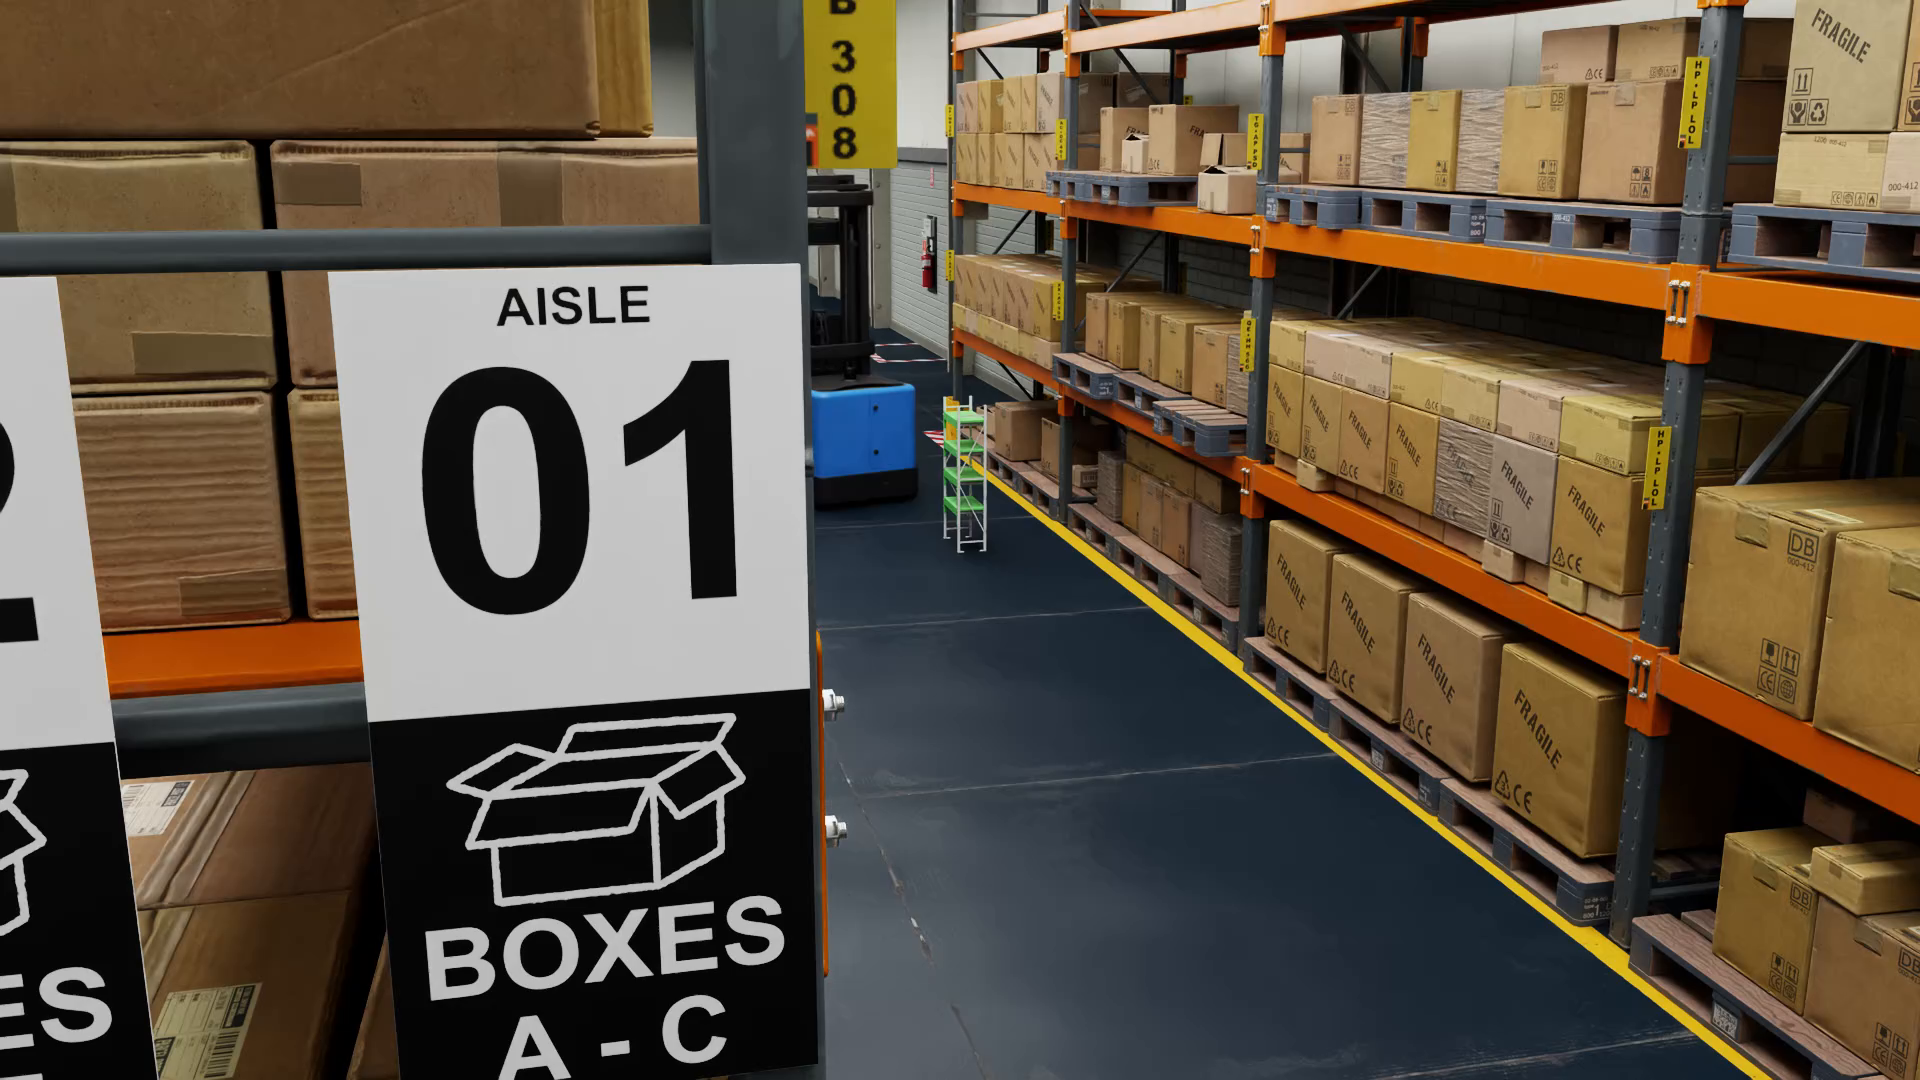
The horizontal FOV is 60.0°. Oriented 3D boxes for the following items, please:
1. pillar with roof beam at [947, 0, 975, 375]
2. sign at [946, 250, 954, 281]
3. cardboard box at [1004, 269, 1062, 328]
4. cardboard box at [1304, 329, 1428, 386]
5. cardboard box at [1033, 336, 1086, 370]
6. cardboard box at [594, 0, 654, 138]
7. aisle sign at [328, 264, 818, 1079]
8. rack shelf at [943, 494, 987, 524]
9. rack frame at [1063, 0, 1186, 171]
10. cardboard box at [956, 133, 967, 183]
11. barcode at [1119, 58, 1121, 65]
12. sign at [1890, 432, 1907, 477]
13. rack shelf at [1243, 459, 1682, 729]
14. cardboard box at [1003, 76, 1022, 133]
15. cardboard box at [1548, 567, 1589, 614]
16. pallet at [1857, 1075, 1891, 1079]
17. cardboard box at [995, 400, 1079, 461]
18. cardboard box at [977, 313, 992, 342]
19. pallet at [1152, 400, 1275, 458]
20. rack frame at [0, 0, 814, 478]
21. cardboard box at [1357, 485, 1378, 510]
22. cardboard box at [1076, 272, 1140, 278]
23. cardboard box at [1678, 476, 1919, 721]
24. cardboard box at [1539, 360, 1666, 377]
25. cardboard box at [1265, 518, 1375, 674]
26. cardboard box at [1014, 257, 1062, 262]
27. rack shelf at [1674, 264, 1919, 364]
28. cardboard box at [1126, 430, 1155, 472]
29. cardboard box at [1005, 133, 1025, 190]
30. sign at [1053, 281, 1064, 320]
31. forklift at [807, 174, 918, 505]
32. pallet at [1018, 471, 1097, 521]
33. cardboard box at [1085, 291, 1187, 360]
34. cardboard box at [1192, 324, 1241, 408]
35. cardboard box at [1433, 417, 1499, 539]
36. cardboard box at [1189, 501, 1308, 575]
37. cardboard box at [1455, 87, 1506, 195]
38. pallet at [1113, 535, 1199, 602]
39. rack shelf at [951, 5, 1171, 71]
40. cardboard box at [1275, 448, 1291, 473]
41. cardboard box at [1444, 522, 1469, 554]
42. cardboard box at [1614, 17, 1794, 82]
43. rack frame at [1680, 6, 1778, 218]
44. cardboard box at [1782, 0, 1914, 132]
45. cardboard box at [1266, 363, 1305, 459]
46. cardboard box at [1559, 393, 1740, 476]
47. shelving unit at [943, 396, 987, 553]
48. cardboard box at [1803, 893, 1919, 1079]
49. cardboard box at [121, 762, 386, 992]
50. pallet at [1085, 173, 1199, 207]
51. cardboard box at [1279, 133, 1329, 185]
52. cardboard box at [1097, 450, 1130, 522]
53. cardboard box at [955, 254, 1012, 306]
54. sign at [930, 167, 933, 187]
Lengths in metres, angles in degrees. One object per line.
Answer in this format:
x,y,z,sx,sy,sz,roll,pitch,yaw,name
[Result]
-4.166,-6.500,21.573,9.100,9.000,0.400,-3,14,-13,pillar with roof beam
-0.105,-2.945,17.839,0.100,0.325,0.005,-3,14,-13,sign
0.720,-2.257,15.538,0.500,0.500,0.500,-4,14,-15,cardboard box
2.284,-1.034,9.378,0.500,0.250,0.500,-3,14,-14,cardboard box
0.956,-1.662,14.682,0.500,0.250,0.500,-3,14,-13,cardboard box
-0.806,-0.816,2.310,0.700,0.500,0.500,-3,14,-13,cardboard box
-0.333,0.149,1.517,0.394,0.787,0.004,-3,14,-13,aisle sign
0.039,-0.249,13.700,0.258,0.148,0.480,-3,14,-13,rack shelf
1.362,-4.547,13.576,1.000,3.000,0.127,-3,14,-13,rack frame
0.258,-3.979,17.322,0.500,0.500,0.500,-3,14,-12,cardboard box
1.453,-4.357,15.117,0.001,0.075,0.075,-3,14,-13,barcode
3.780,-0.277,6.750,0.100,0.325,0.005,-3,14,-13,sign
2.771,0.101,8.708,1.077,0.370,4.000,-3,14,-13,rack shelf
0.709,-3.980,15.216,0.500,0.500,0.500,-4,14,-15,cardboard box
2.804,0.206,7.249,0.380,0.149,0.250,-3,14,-12,cardboard box
3.633,2.030,5.175,1.003,0.211,1.213,-3,14,-13,pallet
0.755,-1.086,16.393,0.700,0.500,0.500,-4,14,-17,cardboard box
0.478,-2.125,16.578,0.500,0.250,0.500,-4,14,-14,cardboard box
2.030,-0.775,11.183,1.213,0.211,1.003,-3,14,-13,pallet
-0.634,-1.501,1.111,1.000,3.000,0.127,-3,14,-13,rack frame
2.433,-0.273,9.212,0.380,0.149,0.250,-3,14,-12,cardboard box
1.337,-2.173,15.195,0.500,0.500,0.500,-3,14,-13,cardboard box
3.352,0.194,6.183,0.980,0.700,0.700,-3,14,-12,cardboard box
3.134,-0.710,8.054,0.500,0.250,0.500,-4,14,-15,cardboard box
2.346,0.308,9.992,0.750,0.750,0.750,-3,14,-14,cardboard box
0.848,-2.643,17.117,0.500,0.500,0.500,-3,14,-12,cardboard box
3.710,-0.433,4.575,1.077,0.370,4.000,-3,14,-13,rack shelf
1.658,-0.726,13.337,0.500,0.250,0.500,-4,14,-14,cardboard box
0.730,-3.494,15.333,0.500,0.500,0.500,-4,14,-15,cardboard box
0.836,-2.021,14.054,0.100,0.325,0.005,-3,14,-13,sign
-1.566,-2.039,16.098,1.130,2.935,3.031,-8,16,-29,forklift
1.170,-0.431,15.245,1.003,0.211,1.213,-3,14,-13,pallet
1.448,-1.775,13.736,0.700,0.500,0.500,-3,14,-13,cardboard box
2.024,-1.207,11.410,0.700,0.500,0.500,-5,14,-18,cardboard box
2.648,-0.316,8.019,0.500,0.500,0.500,-3,14,-13,cardboard box
2.074,0.002,11.936,0.700,0.500,0.500,-3,14,-13,cardboard box
2.892,-1.959,8.169,0.700,0.500,0.500,-3,14,-13,cardboard box
1.836,0.184,12.730,1.003,0.211,1.213,-3,14,-13,pallet
0.892,-4.657,15.550,1.077,0.370,4.000,-3,14,-13,rack shelf
2.153,-0.508,10.175,0.380,0.149,0.250,-3,14,-14,cardboard box
2.630,-0.032,8.226,0.380,0.149,0.250,-4,14,-15,cardboard box
3.161,-2.081,7.086,0.500,0.250,0.500,-2,14,-9,cardboard box
3.241,-2.701,6.022,1.000,3.000,0.127,-3,14,-13,rack frame
3.136,-1.608,5.508,0.500,0.500,0.500,-3,14,-14,cardboard box
2.167,-0.786,9.945,0.500,0.500,0.500,-3,14,-12,cardboard box
2.882,-0.447,6.978,0.500,0.250,0.500,-3,14,-12,cardboard box
0.039,-0.545,13.628,0.258,1.200,0.503,-3,14,-13,shelving unit
3.431,1.518,5.776,0.700,0.500,0.500,-3,14,-14,cardboard box
-1.125,0.675,2.527,0.500,0.500,0.500,-3,14,-12,cardboard box
1.650,-2.611,12.369,1.213,0.211,1.003,-3,14,-13,pallet
2.356,-2.404,10.873,0.500,0.500,0.500,-3,14,-13,cardboard box
1.551,-0.463,13.841,0.700,0.500,0.500,-3,14,-11,cardboard box
0.242,-2.729,17.472,0.500,0.500,0.500,-3,14,-13,cardboard box
-0.430,-5.532,25.365,0.001,0.298,0.199,-3,14,-13,sign
